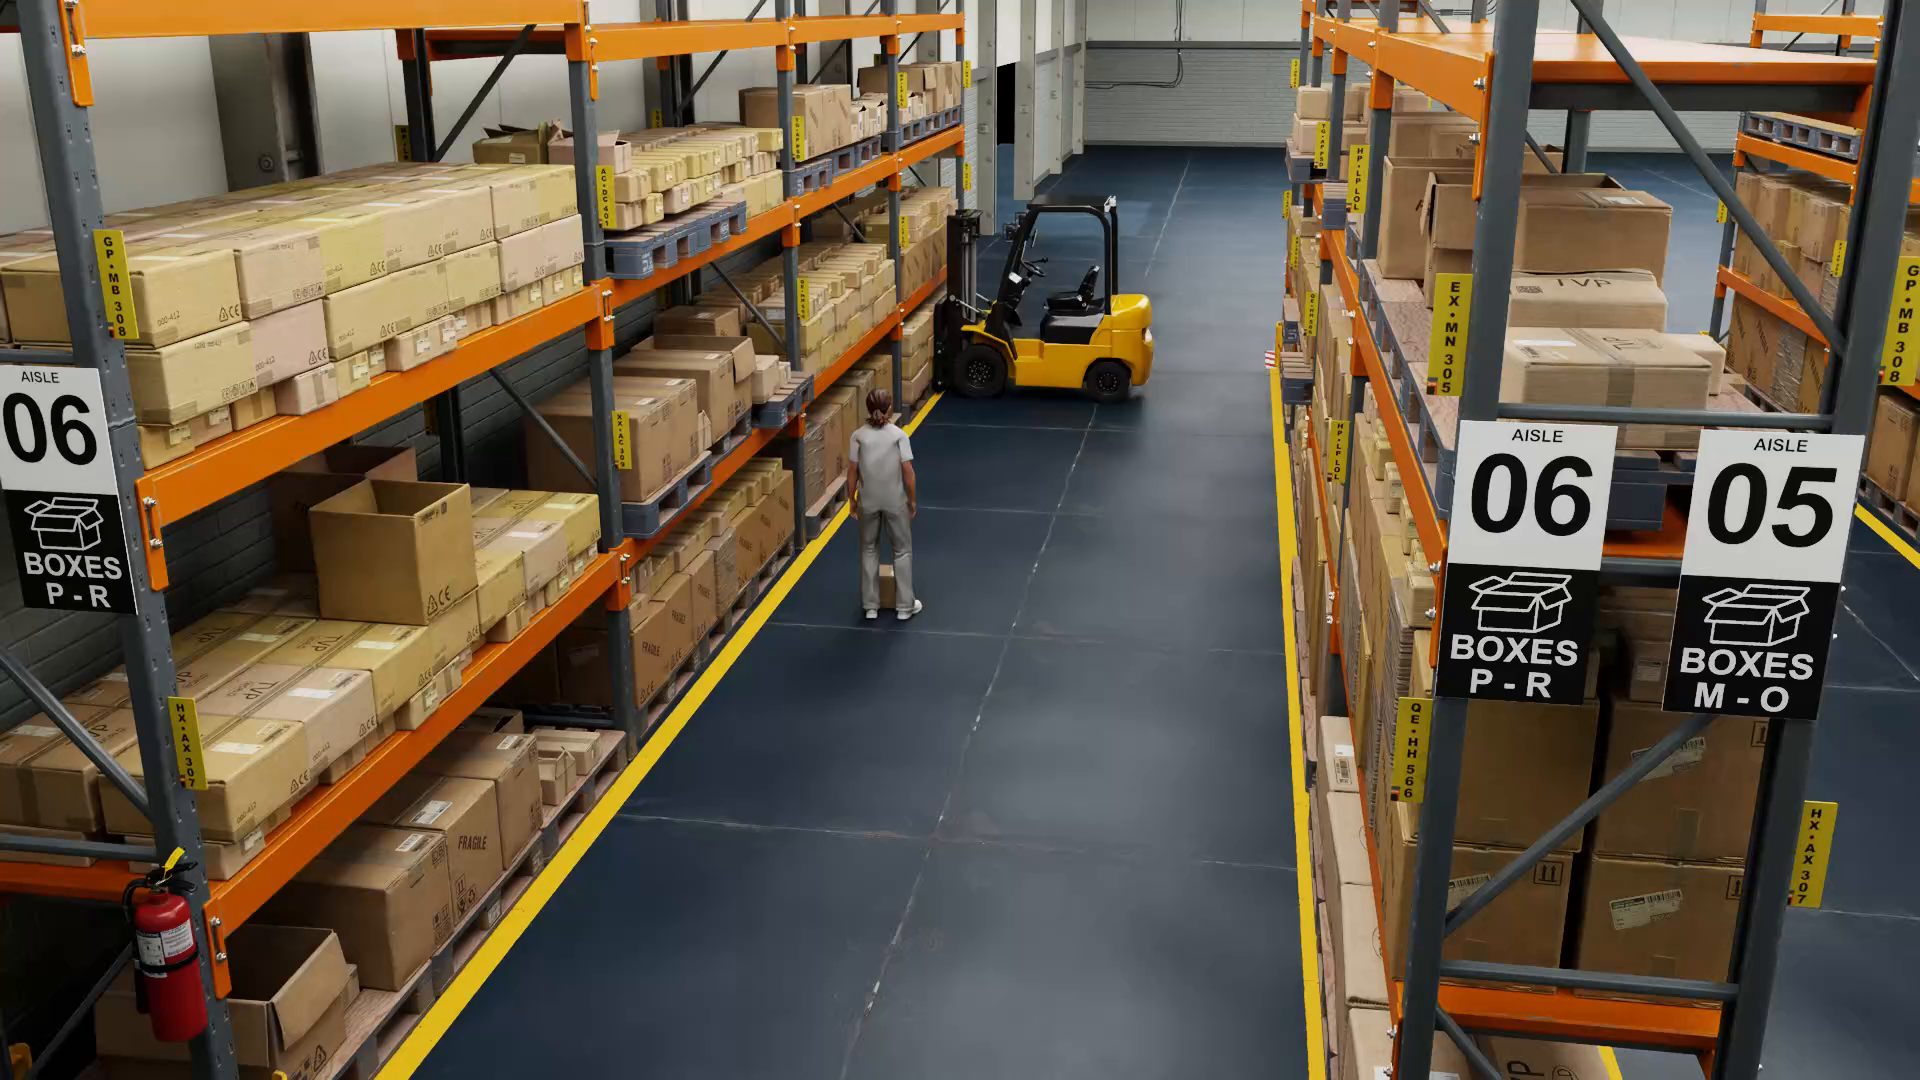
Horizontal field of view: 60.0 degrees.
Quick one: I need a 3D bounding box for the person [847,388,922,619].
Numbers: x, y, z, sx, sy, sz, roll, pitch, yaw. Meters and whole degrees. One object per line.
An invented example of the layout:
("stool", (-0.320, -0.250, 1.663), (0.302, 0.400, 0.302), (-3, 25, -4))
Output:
("person", (-0.544, -0.255, 11.846), (0.510, 1.671, 0.362), (2, 18, 5))
